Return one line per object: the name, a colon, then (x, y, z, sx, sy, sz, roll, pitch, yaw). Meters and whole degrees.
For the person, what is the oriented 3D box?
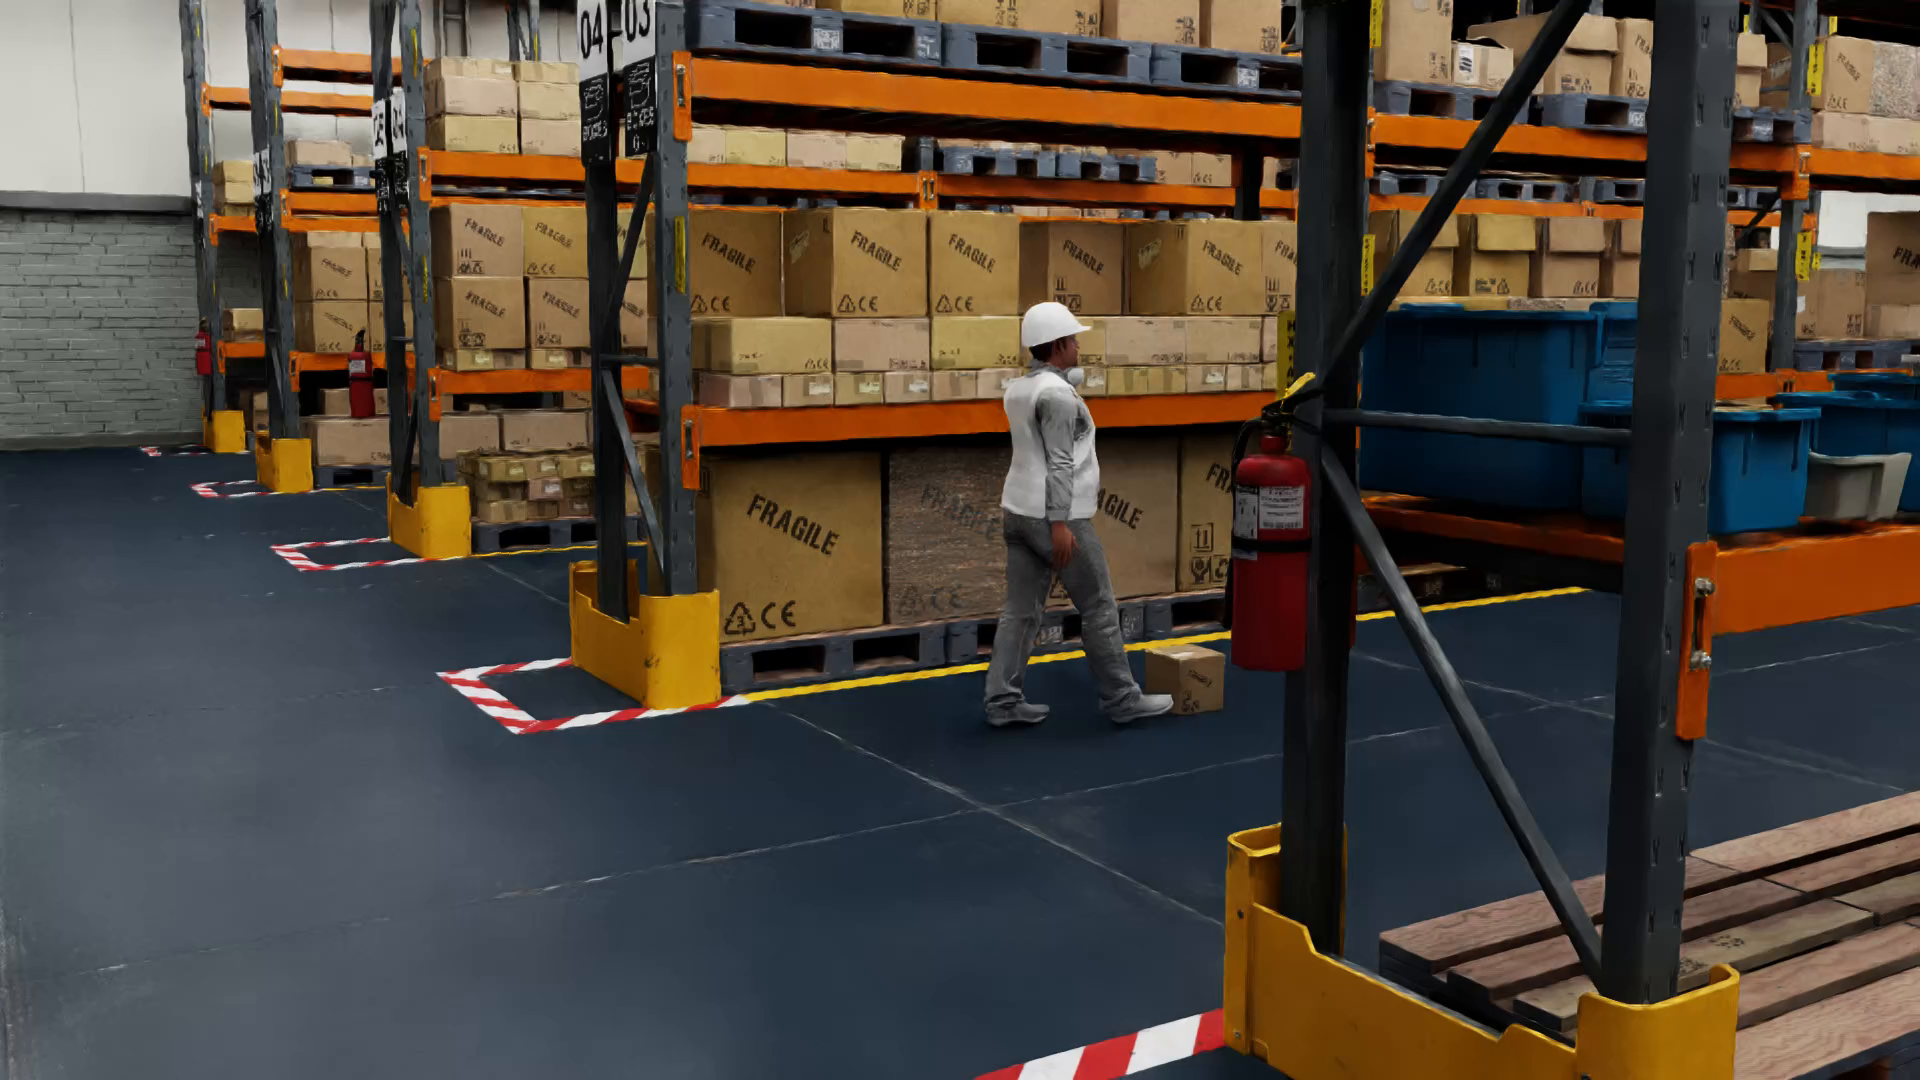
person: (0.473, -0.106, 6.935, 0.782, 1.756, 0.536, -4, 9, -25)
